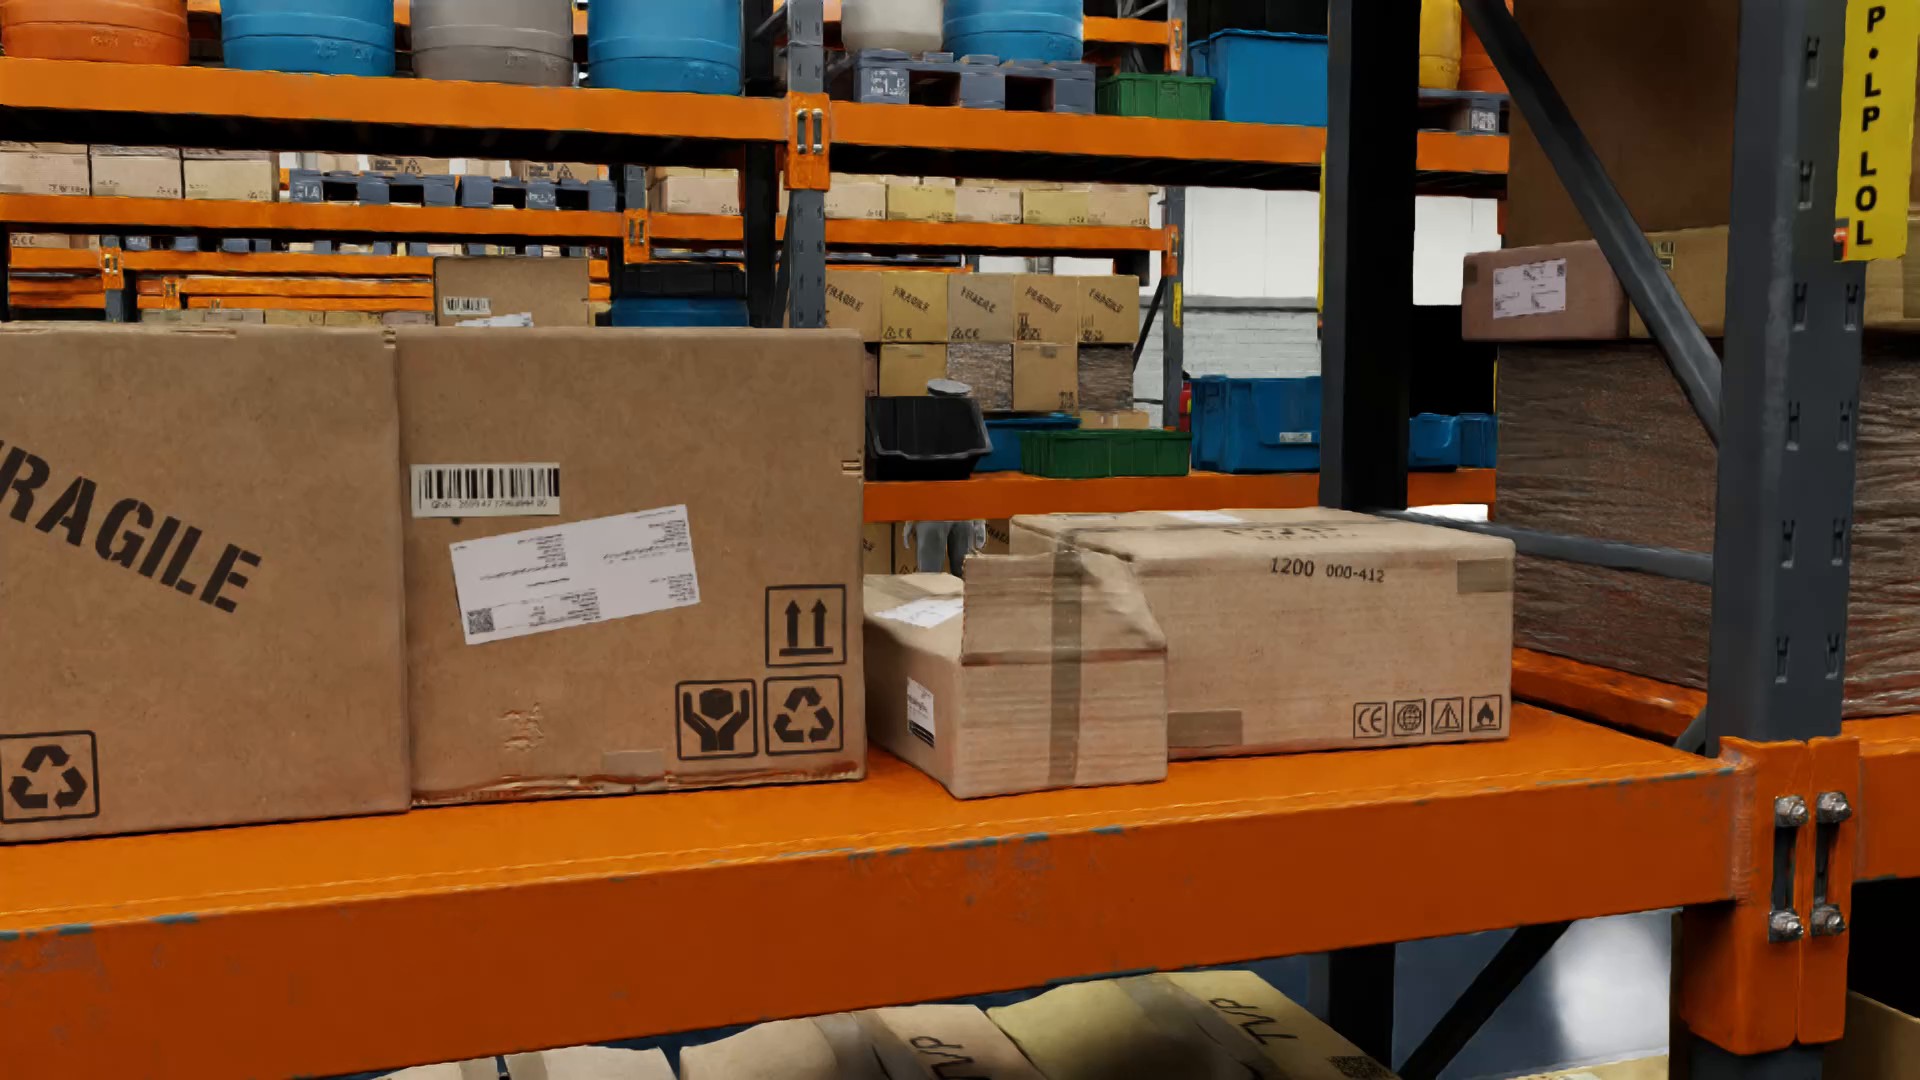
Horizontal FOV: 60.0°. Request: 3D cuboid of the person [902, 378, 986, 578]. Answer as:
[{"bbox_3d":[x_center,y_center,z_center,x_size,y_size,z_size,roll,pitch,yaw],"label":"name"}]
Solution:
[{"bbox_3d":[-0.083,-0.094,9.675,0.545,1.687,0.344,-3,7,-27],"label":"person"}]
